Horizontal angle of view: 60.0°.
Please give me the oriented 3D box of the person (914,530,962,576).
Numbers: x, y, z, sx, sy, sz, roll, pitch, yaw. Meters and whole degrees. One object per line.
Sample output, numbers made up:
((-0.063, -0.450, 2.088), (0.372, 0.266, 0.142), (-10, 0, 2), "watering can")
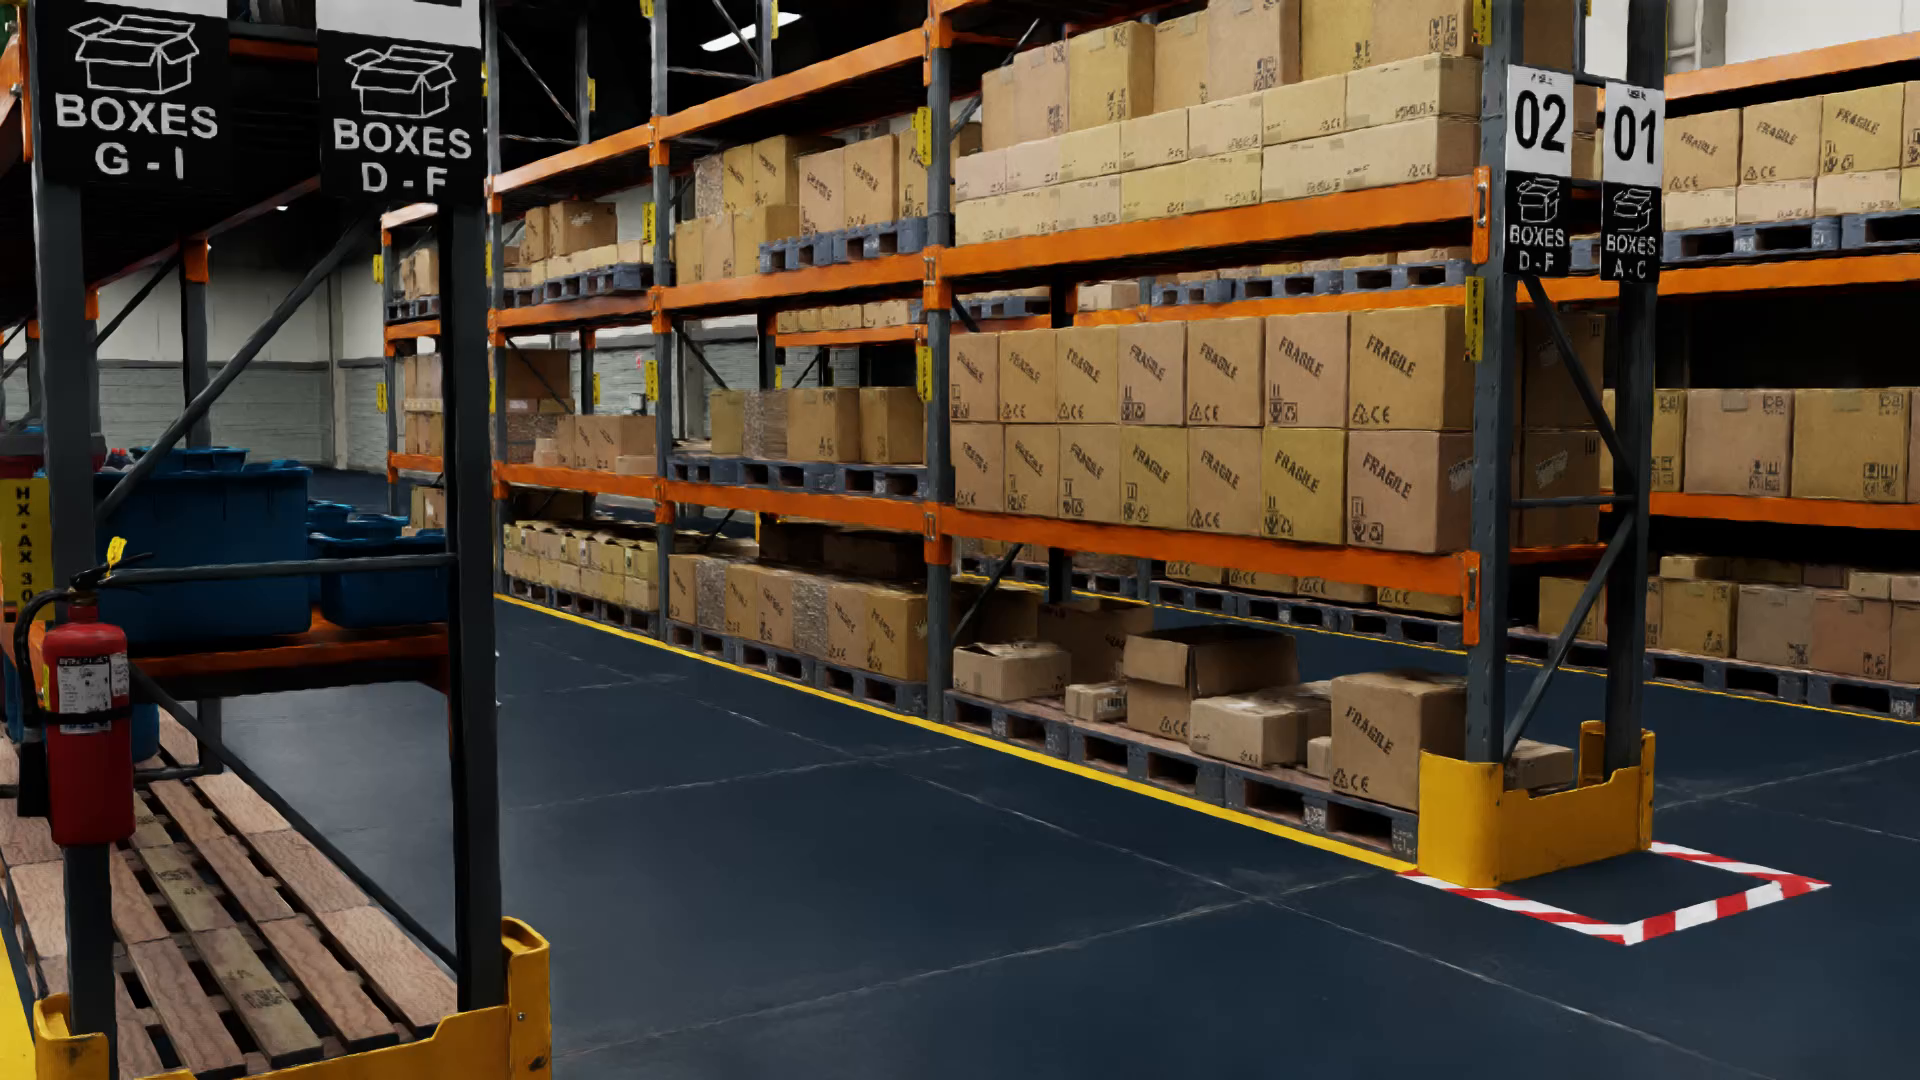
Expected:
((-0.181, -0.108, 14.376), (0.491, 1.625, 0.964), (-1, 5, -11), "person")
